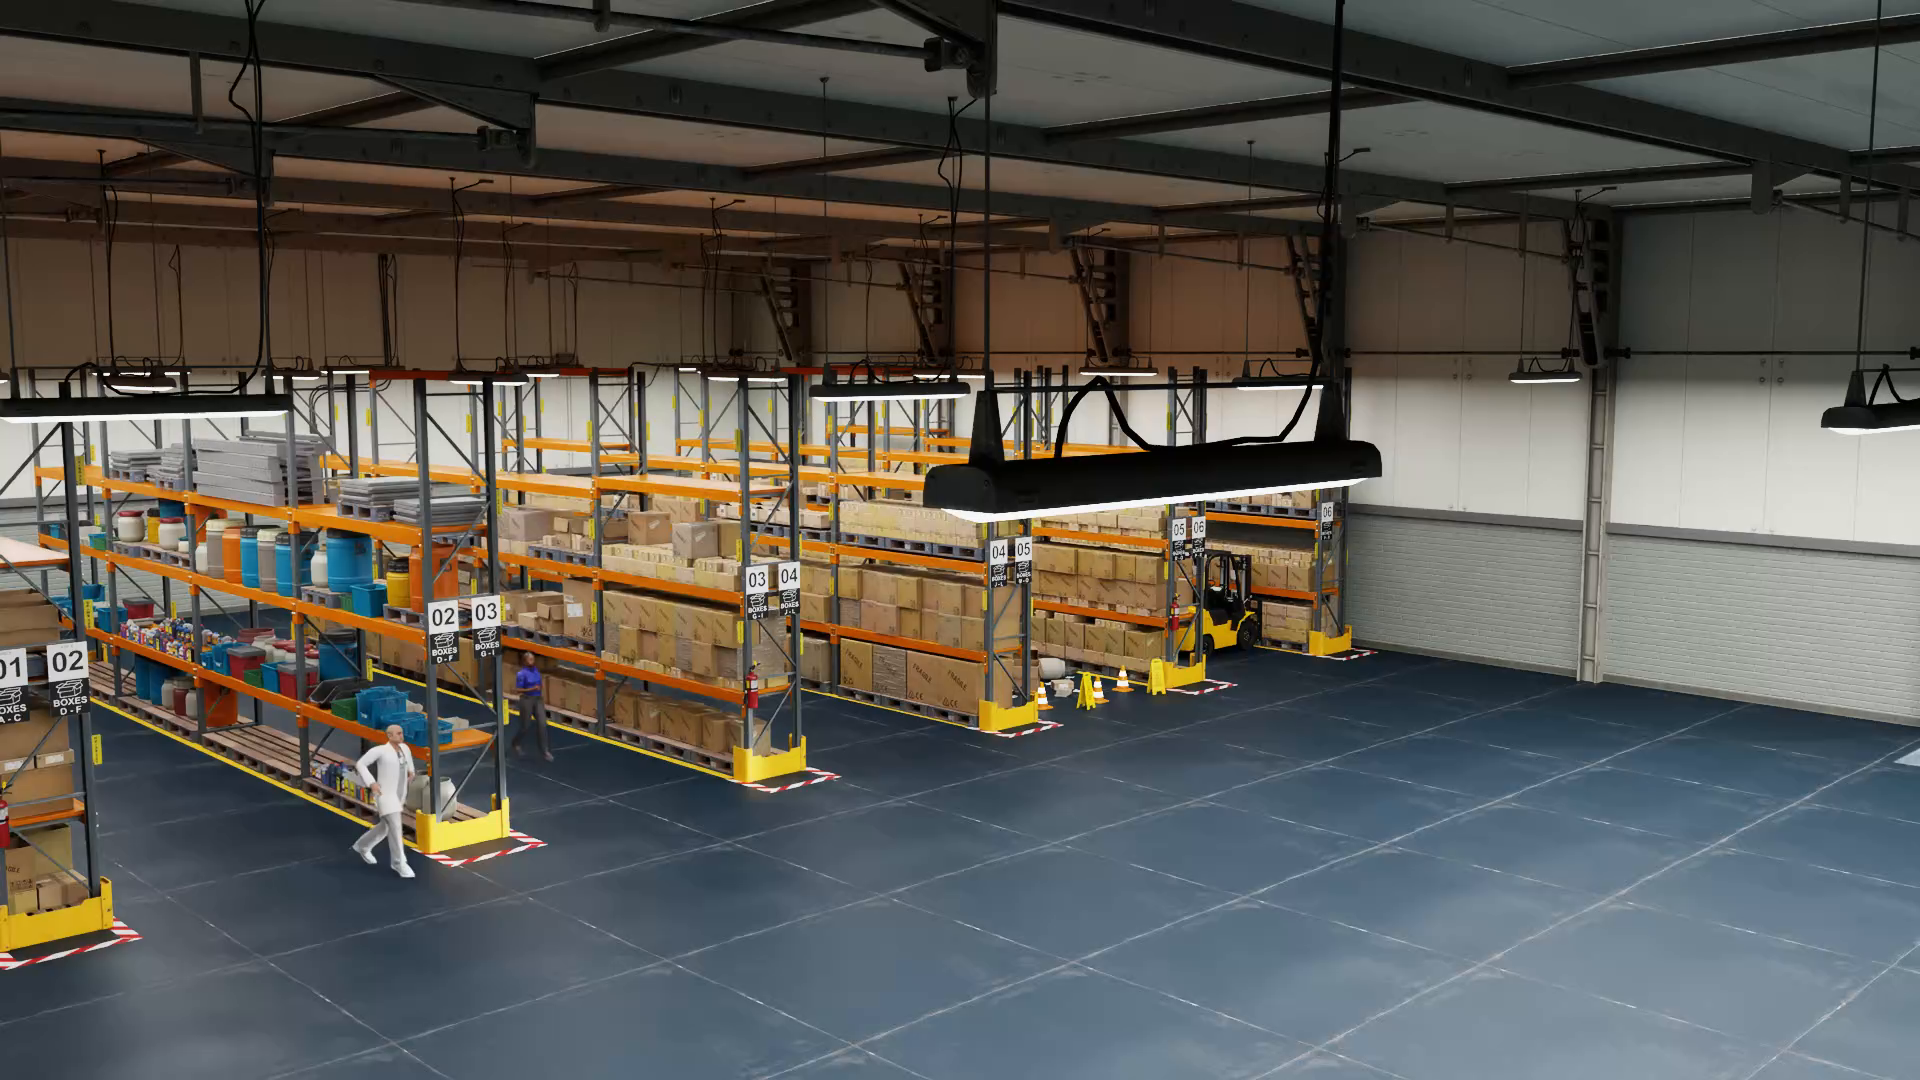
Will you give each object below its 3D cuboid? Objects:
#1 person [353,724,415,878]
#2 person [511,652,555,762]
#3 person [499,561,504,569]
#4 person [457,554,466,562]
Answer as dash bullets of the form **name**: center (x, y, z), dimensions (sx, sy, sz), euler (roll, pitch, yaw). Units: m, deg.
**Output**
- **person**: center (-6.988, 3.157, 20.423), dimensions (1.011, 1.799, 0.745), euler (3, 7, 23)
- **person**: center (-6.666, 2.573, 25.832), dimensions (0.850, 1.679, 0.570), euler (5, 8, 36)
- **person**: center (-11.389, 0.944, 40.547), dimensions (0.543, 1.632, 0.689), euler (-2, 7, -14)
- **person**: center (-11.523, 1.220, 38.229), dimensions (0.770, 1.637, 0.563), euler (0, 6, -1)
